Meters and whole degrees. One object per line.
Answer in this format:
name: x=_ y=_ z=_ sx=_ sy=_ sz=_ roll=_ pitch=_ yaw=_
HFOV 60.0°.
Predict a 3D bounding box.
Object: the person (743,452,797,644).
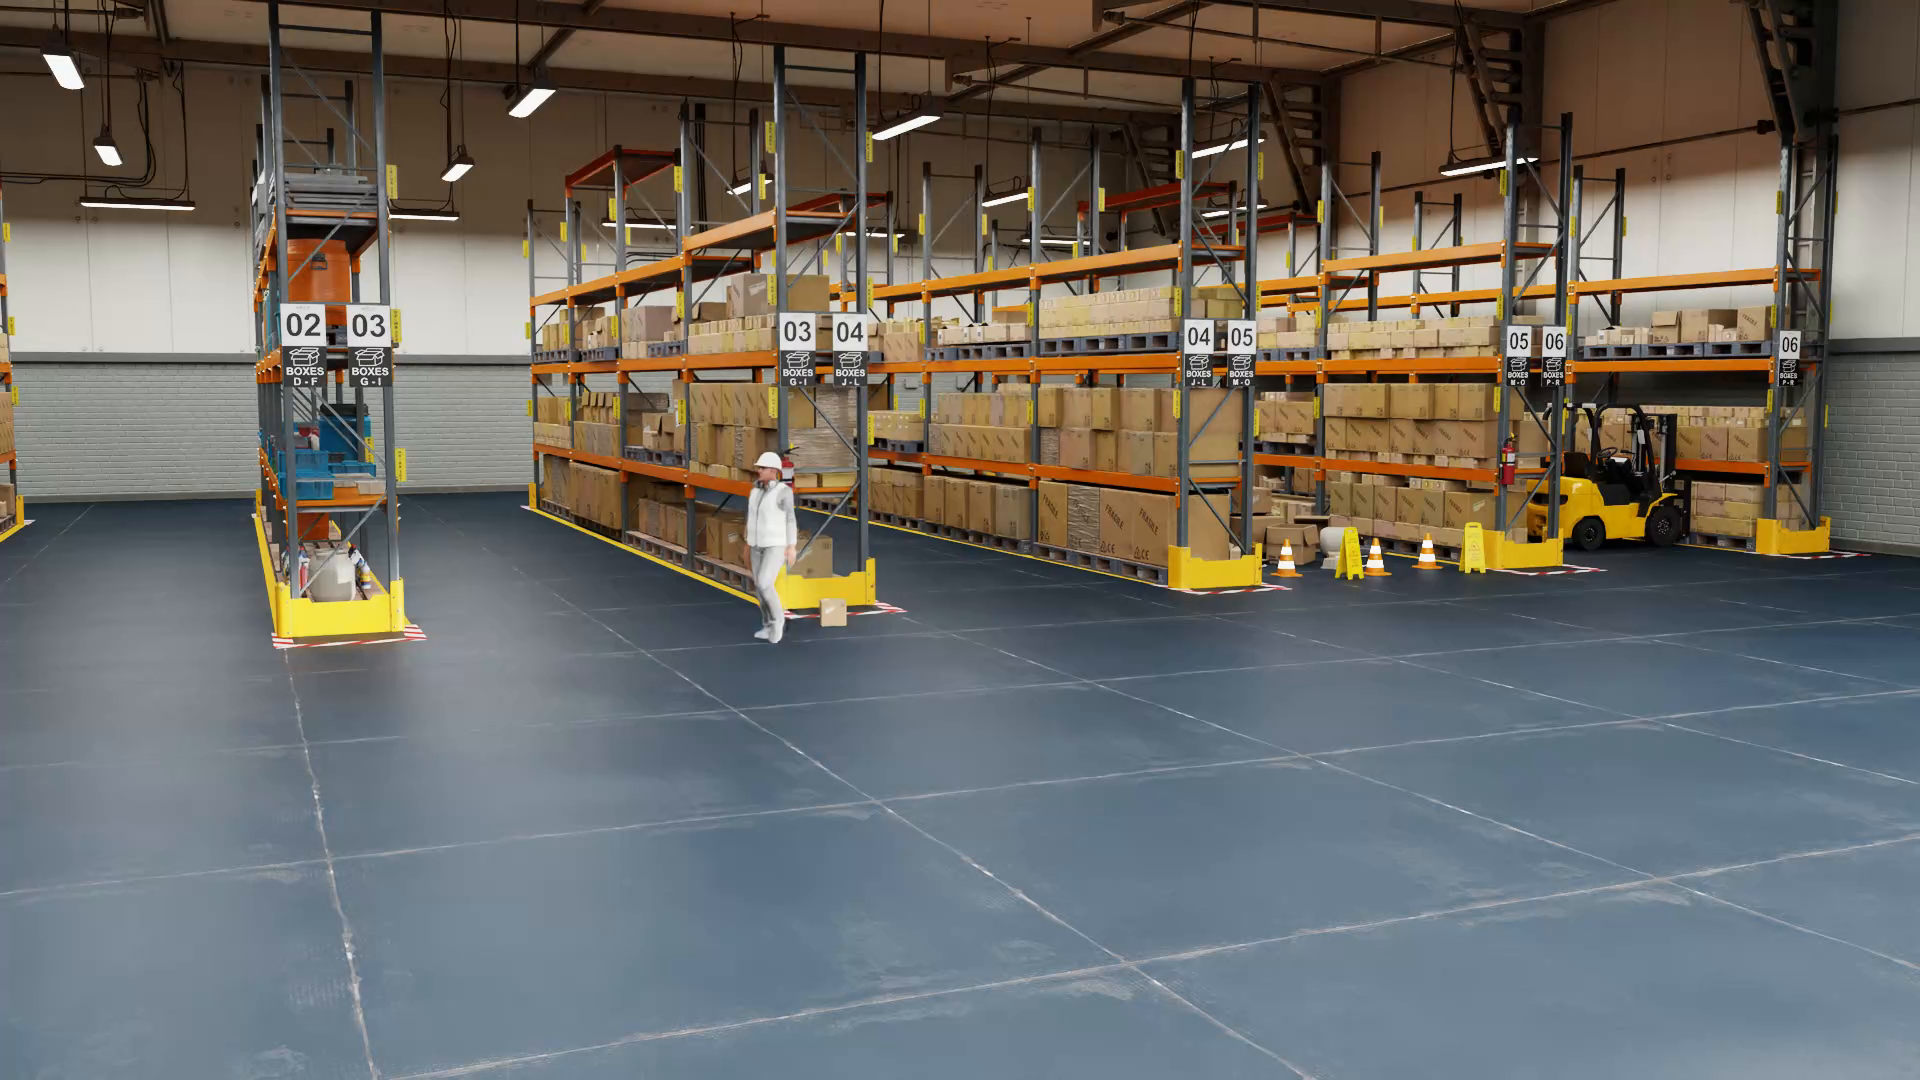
person: x=-1.840 y=0.077 z=15.682 sx=0.559 sy=1.805 sz=0.483 roll=4 pitch=7 yaw=37
